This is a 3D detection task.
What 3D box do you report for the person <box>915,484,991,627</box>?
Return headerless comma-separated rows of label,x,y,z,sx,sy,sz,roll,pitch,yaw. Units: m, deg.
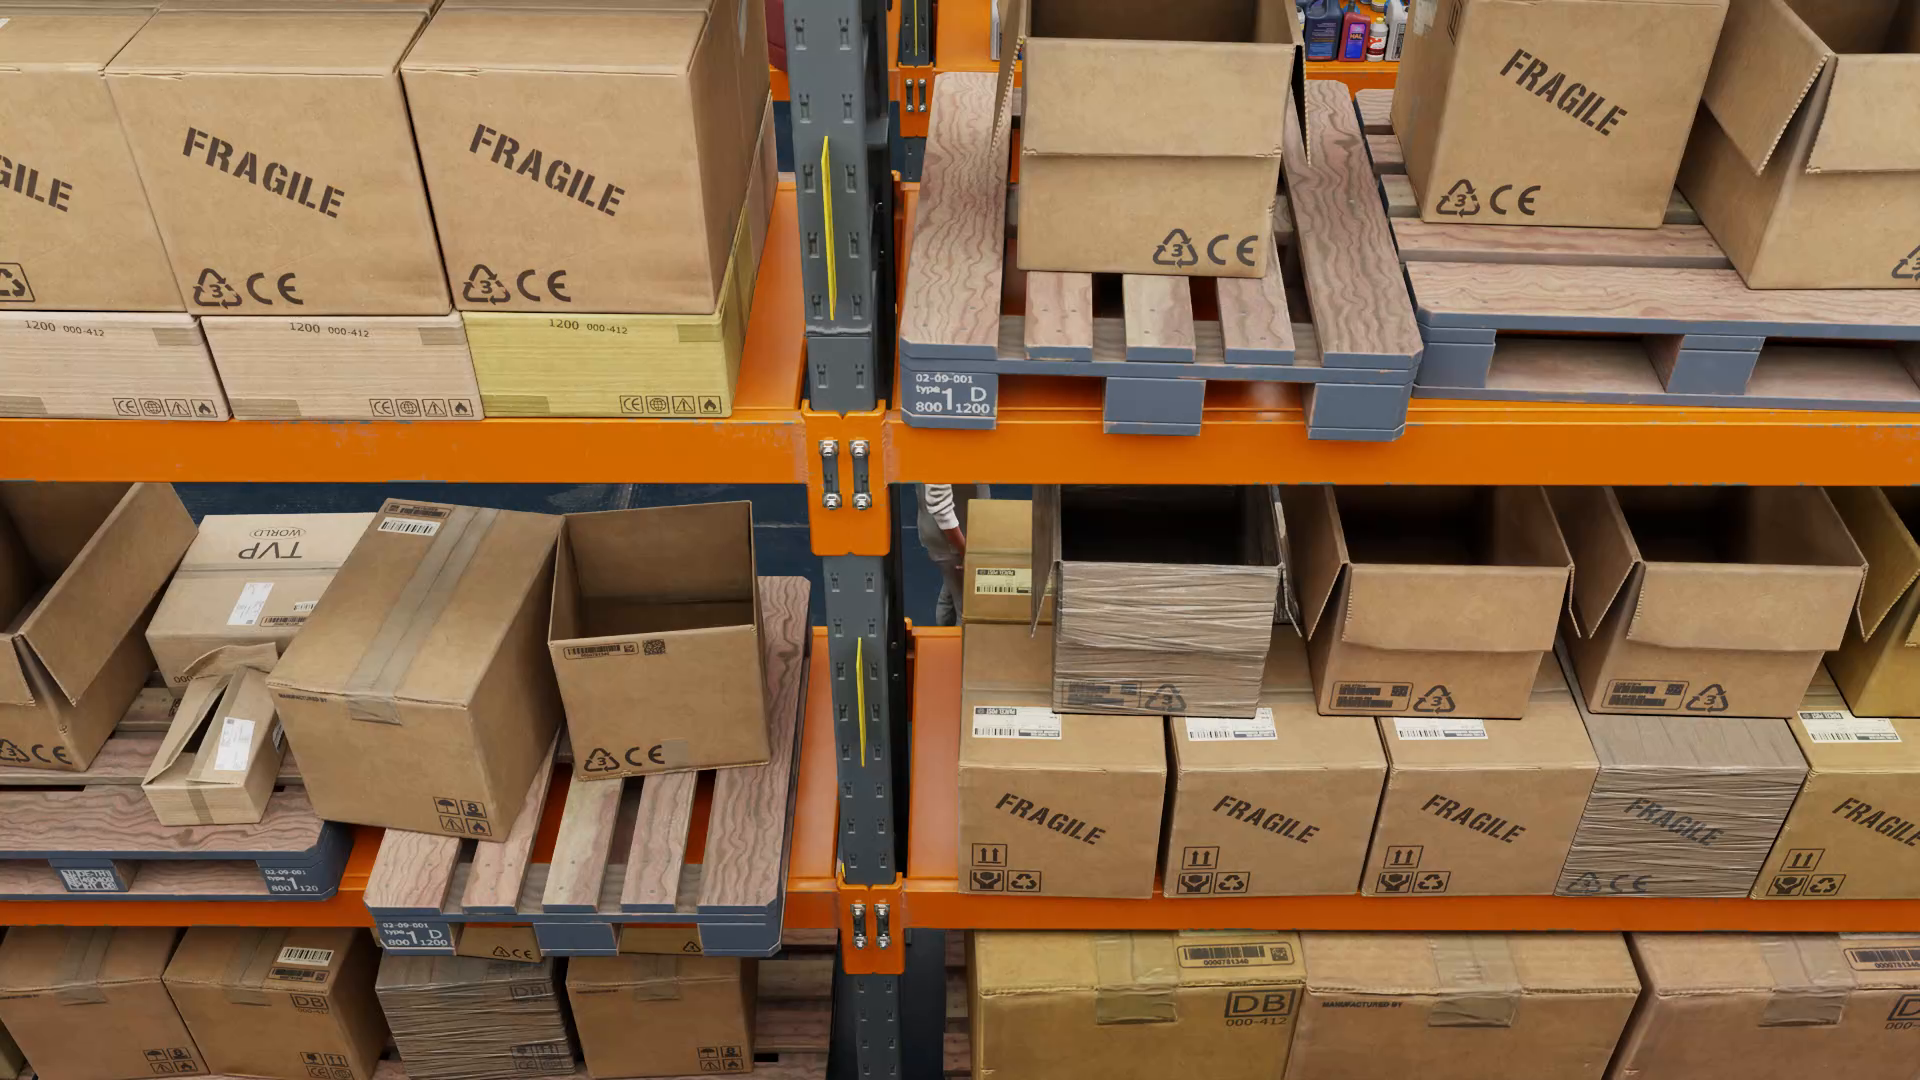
person,0.064,-0.039,6.195,0.472,1.600,0.521,0,40,0
